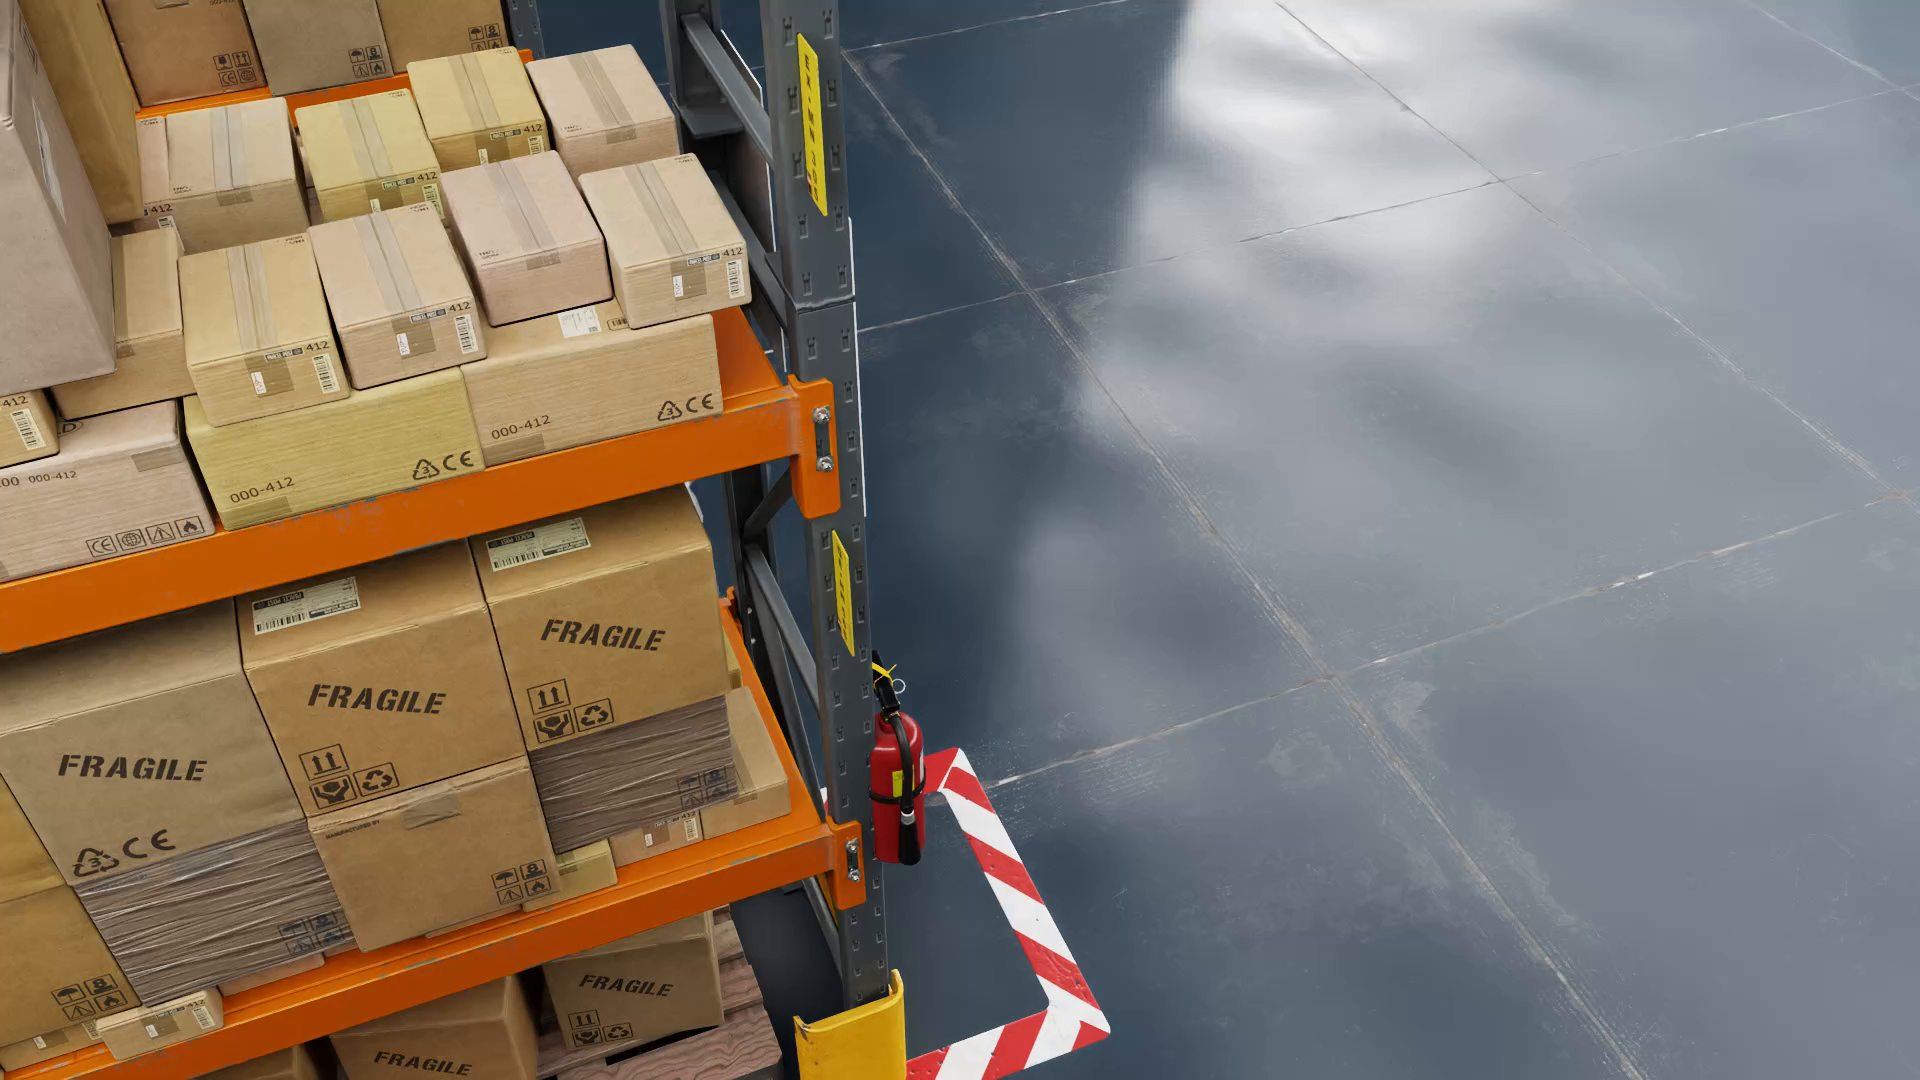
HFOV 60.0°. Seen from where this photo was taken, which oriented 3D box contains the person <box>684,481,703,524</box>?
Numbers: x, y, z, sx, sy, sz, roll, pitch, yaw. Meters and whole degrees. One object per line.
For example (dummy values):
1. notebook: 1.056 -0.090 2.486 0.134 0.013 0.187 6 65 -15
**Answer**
1. person: -1.113 -0.046 6.230 0.305 1.601 0.407 -27 49 -27
